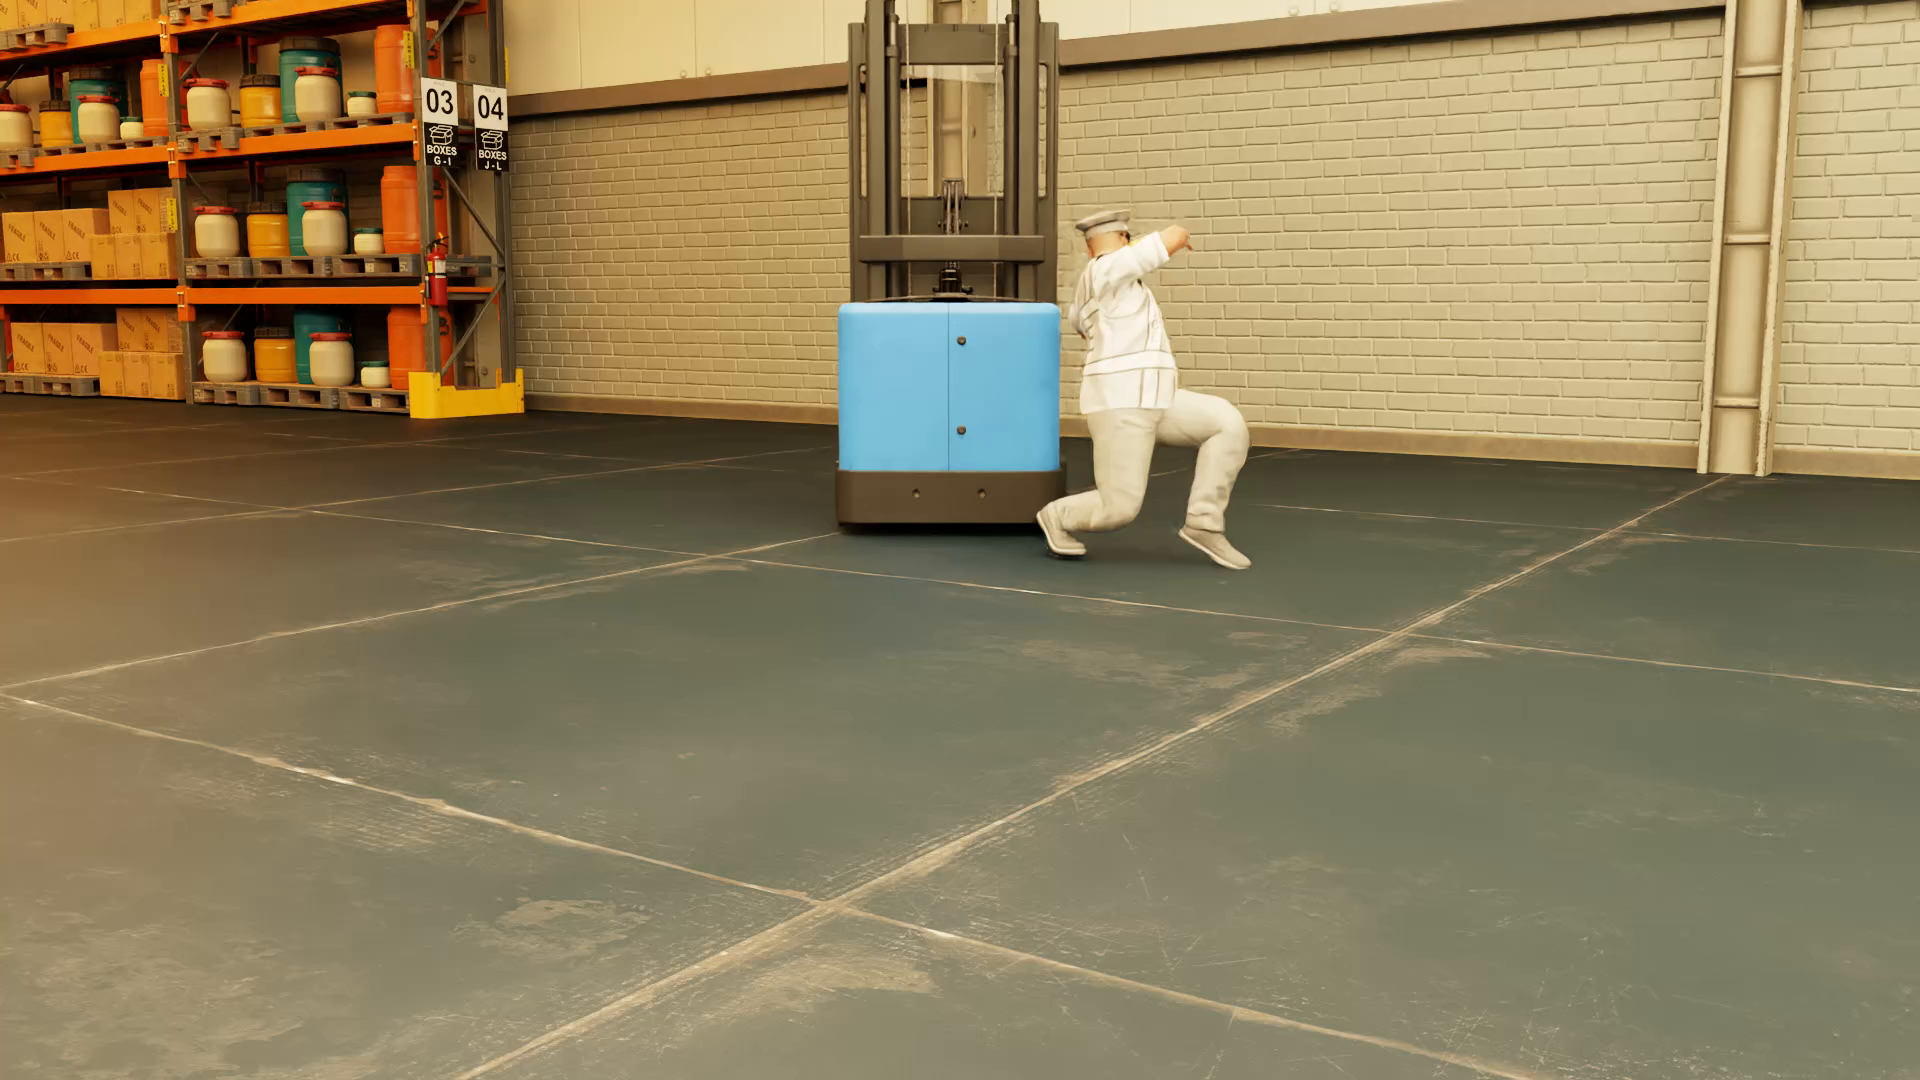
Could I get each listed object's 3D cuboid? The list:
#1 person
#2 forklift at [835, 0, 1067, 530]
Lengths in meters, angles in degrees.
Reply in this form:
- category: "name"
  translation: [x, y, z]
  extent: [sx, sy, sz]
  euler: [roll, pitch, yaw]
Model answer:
- category: "person"
  translation: [0.836, -0.648, 7.073]
  extent: [0.956, 1.474, 0.984]
  euler: [4, 9, 24]
- category: "forklift"
  translation: [-0.030, -1.670, 8.940]
  extent: [1.130, 2.935, 3.031]
  euler: [0, 8, 1]
